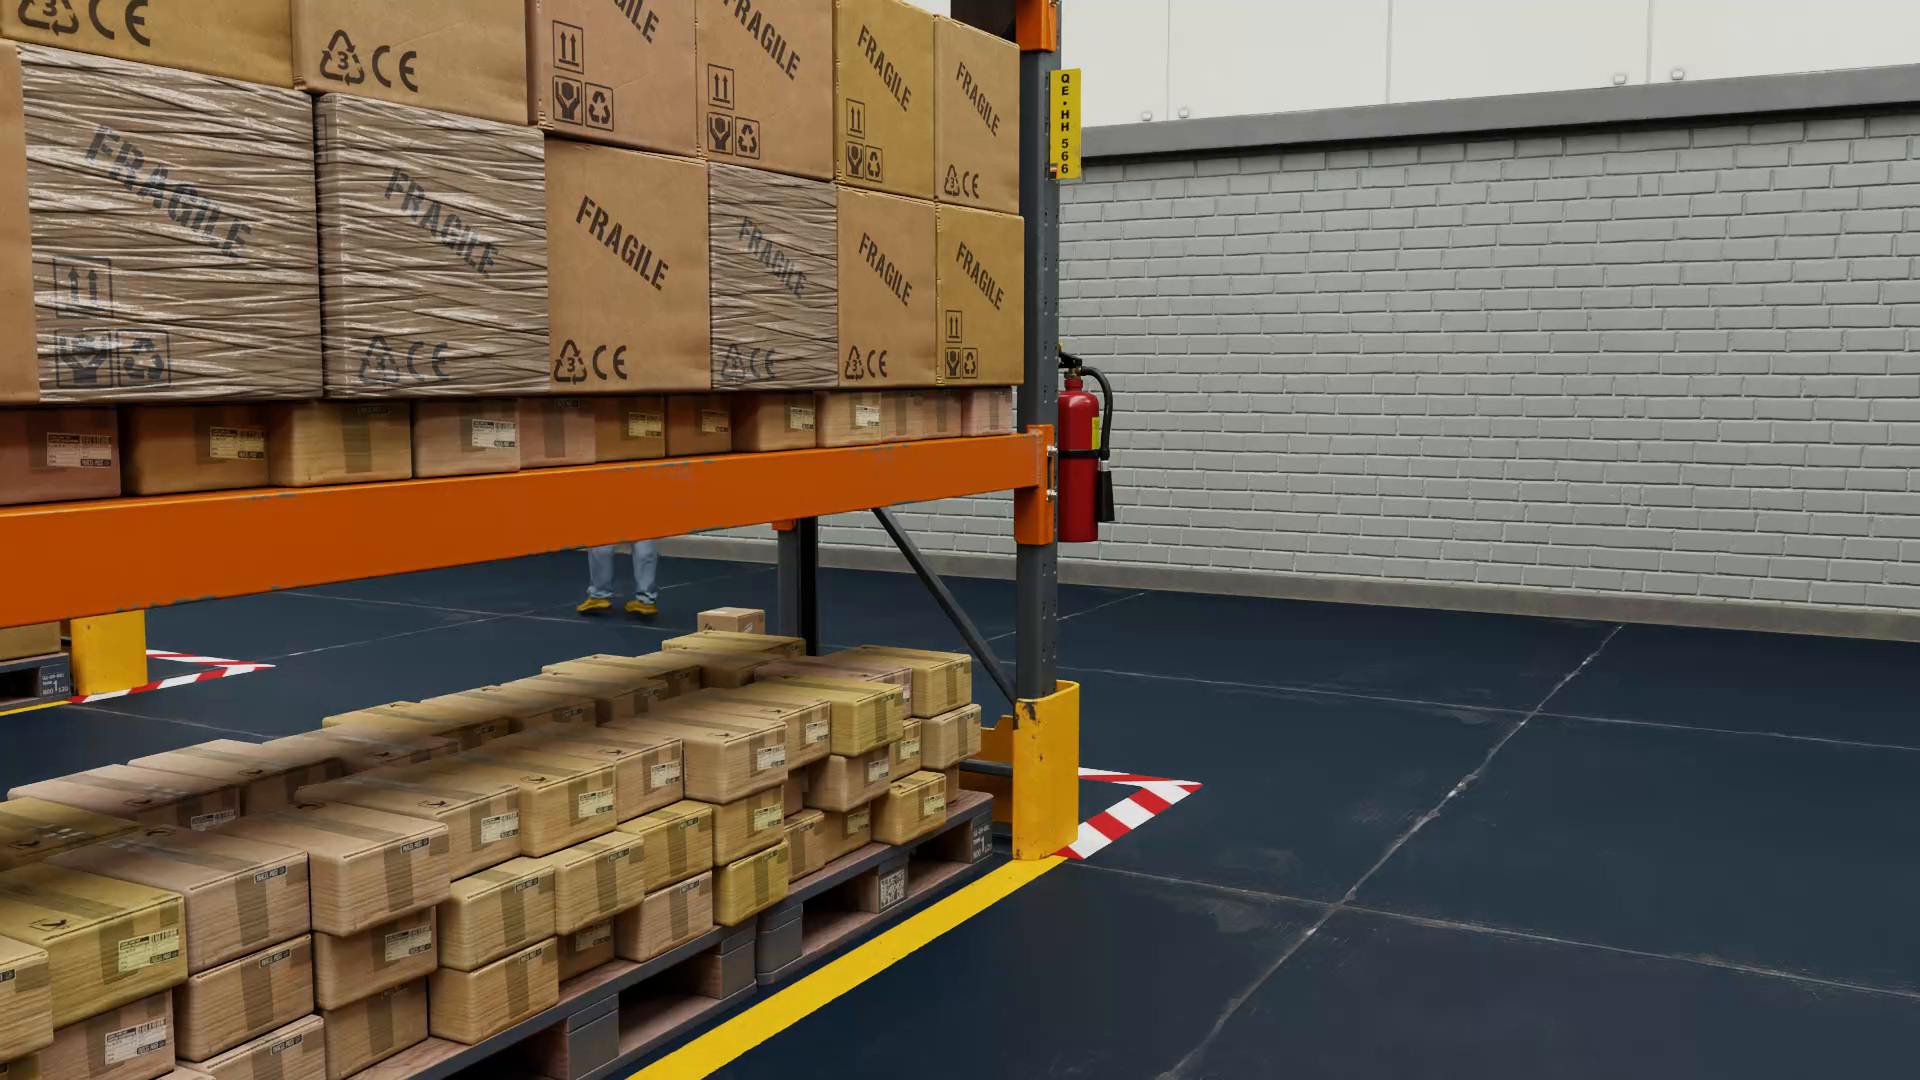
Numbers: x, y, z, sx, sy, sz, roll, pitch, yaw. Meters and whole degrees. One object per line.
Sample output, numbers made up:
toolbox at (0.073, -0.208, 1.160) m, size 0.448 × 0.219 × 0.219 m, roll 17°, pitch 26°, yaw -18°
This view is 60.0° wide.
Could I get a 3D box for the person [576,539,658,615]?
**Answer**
person at (-2.033, -0.420, 9.964) m, size 0.706 × 1.766 × 0.749 m, roll -5°, pitch 8°, yaw -39°
